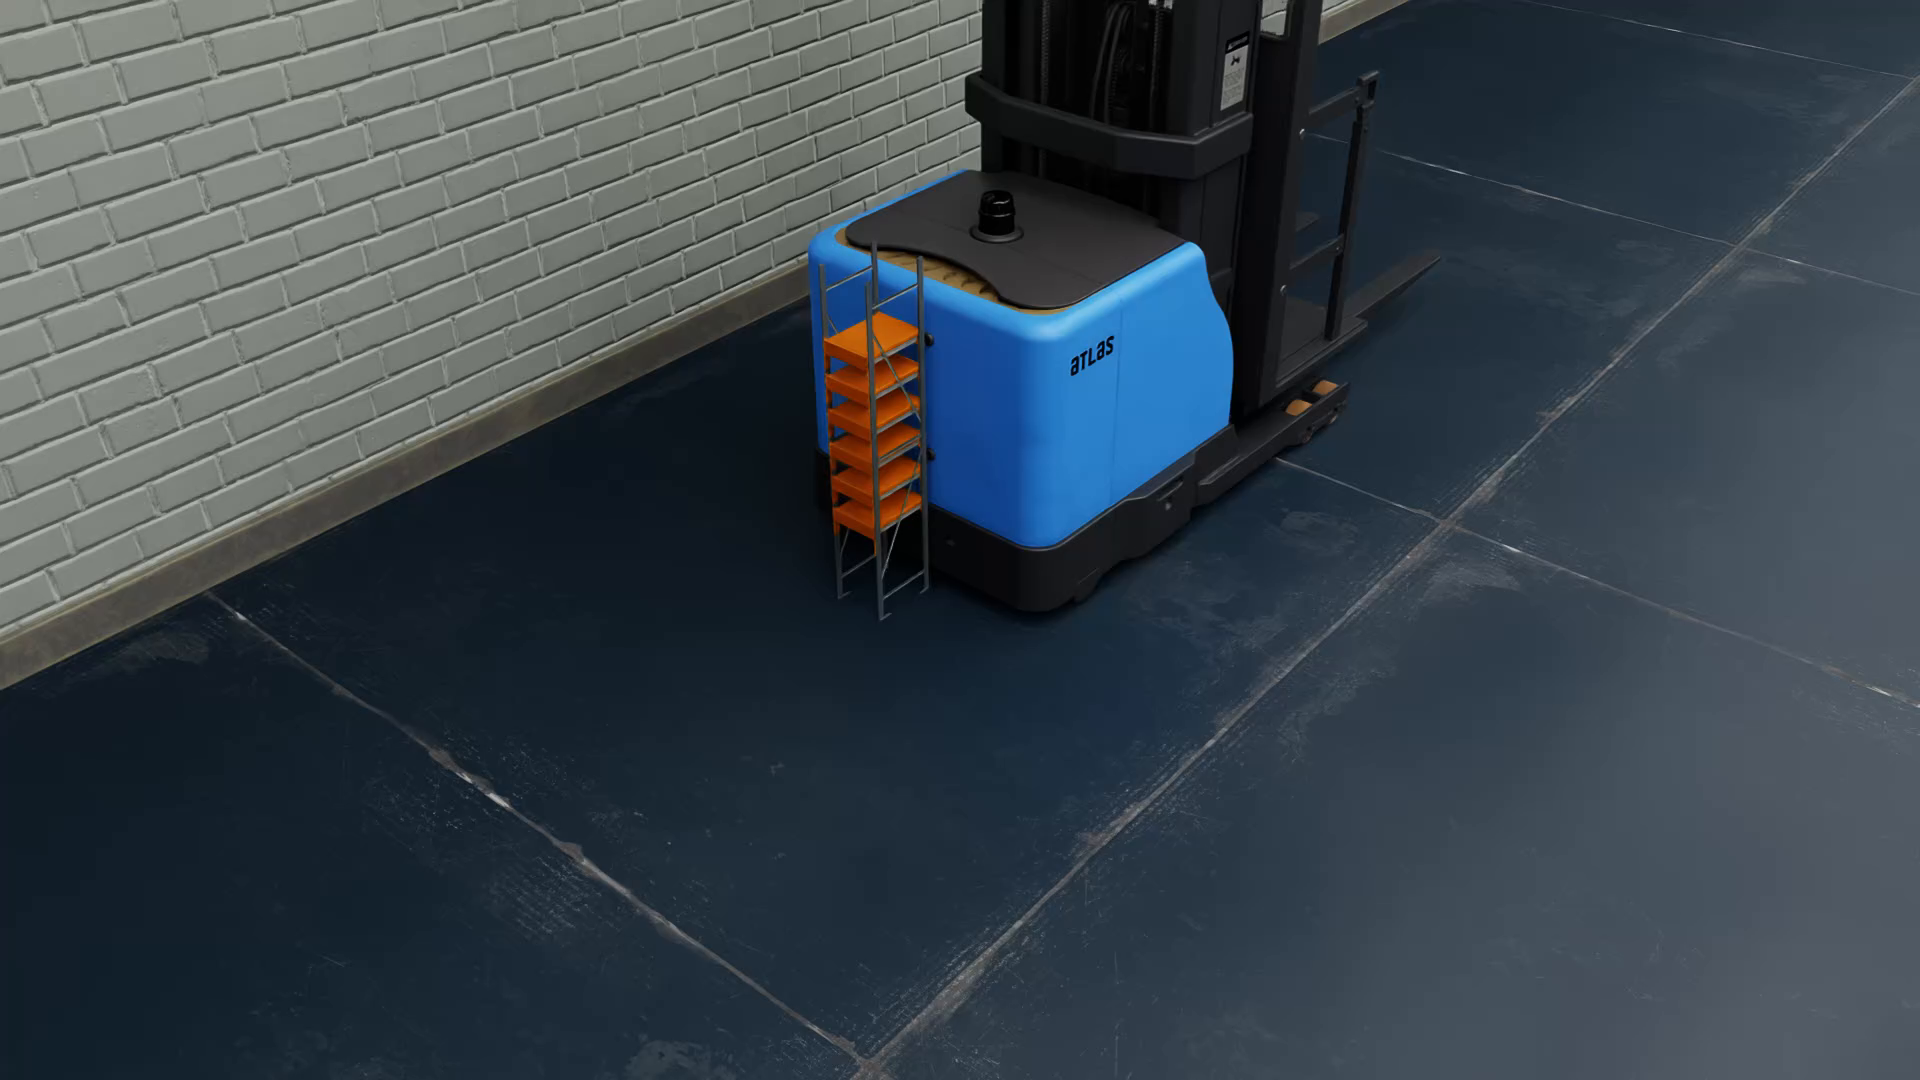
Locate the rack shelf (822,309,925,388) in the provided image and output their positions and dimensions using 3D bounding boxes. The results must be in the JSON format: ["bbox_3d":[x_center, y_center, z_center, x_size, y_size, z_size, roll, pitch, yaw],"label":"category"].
[{"bbox_3d":[-0.256,-0.574,4.966,0.180,0.103,0.258,26,43,32],"label":"rack shelf"}]

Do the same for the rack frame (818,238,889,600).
[{"bbox_3d":[-0.324,-0.348,5.195,0.006,1.200,0.240,26,43,32],"label":"rack frame"}]

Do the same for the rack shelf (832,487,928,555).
[{"bbox_3d":[-0.253,-0.081,5.309,0.180,0.103,0.258,26,43,32],"label":"rack shelf"}]

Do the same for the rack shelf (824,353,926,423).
[{"bbox_3d":[-0.256,-0.475,5.035,0.180,0.103,0.258,26,43,32],"label":"rack shelf"}]

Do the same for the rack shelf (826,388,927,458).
[{"bbox_3d":[-0.255,-0.377,5.103,0.180,0.103,0.258,26,43,32],"label":"rack shelf"}]

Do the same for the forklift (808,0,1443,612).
[{"bbox_3d":[0.841,-1.737,5.690,1.130,2.935,3.031,26,42,32],"label":"forklift"}]

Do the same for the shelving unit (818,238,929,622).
[{"bbox_3d":[-0.255,-0.315,5.146,0.189,1.200,0.258,26,43,32],"label":"shelving unit"}]

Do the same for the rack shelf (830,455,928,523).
[{"bbox_3d":[-0.254,-0.179,5.240,0.180,0.103,0.258,26,43,32],"label":"rack shelf"}]

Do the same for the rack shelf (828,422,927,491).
[{"bbox_3d":[-0.254,-0.278,5.172,0.180,0.103,0.258,26,43,32],"label":"rack shelf"}]

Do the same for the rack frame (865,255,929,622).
[{"bbox_3d":[-0.185,-0.281,5.097,0.006,1.200,0.240,26,43,32],"label":"rack frame"}]
